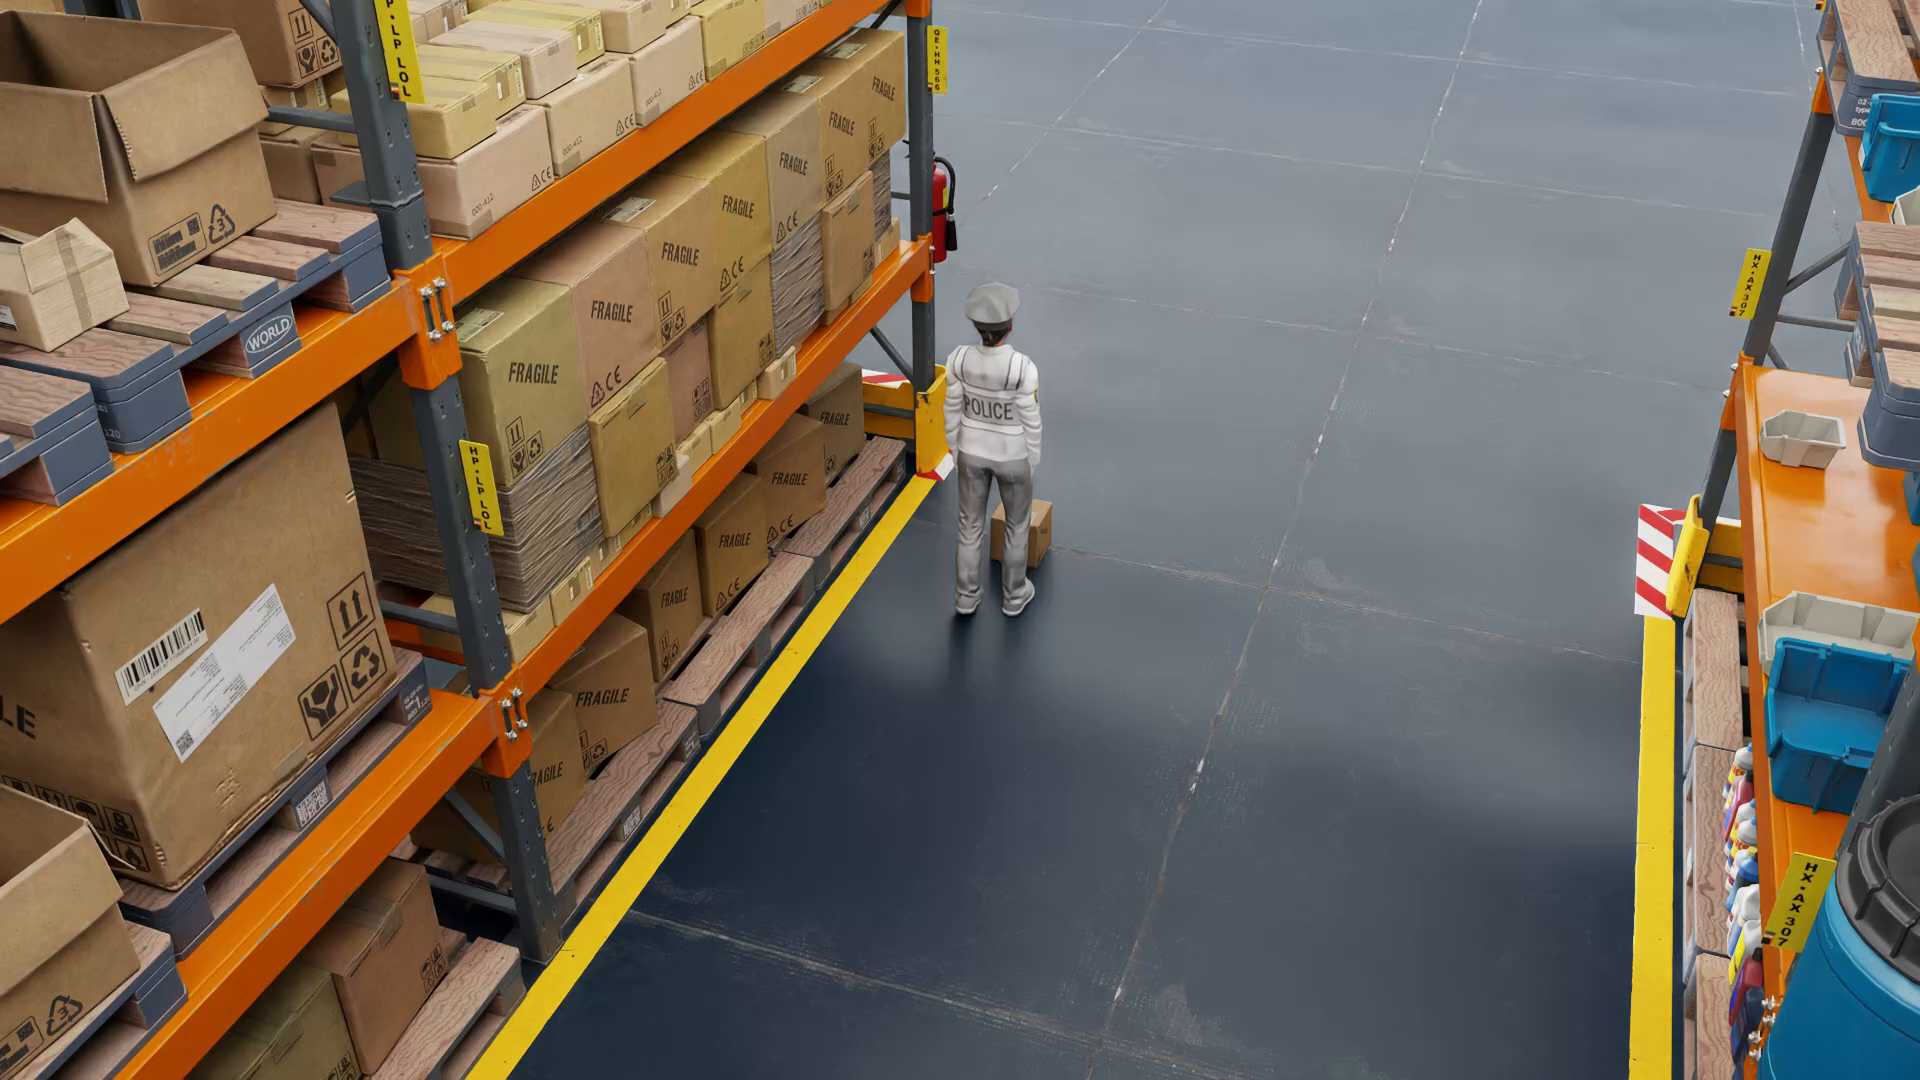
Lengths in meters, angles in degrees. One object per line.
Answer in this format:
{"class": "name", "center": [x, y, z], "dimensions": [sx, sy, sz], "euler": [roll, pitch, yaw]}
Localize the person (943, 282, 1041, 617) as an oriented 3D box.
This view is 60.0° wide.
{"class": "person", "center": [0.154, -0.392, 7.733], "dimensions": [0.465, 1.700, 0.359], "euler": [11, 35, 17]}
